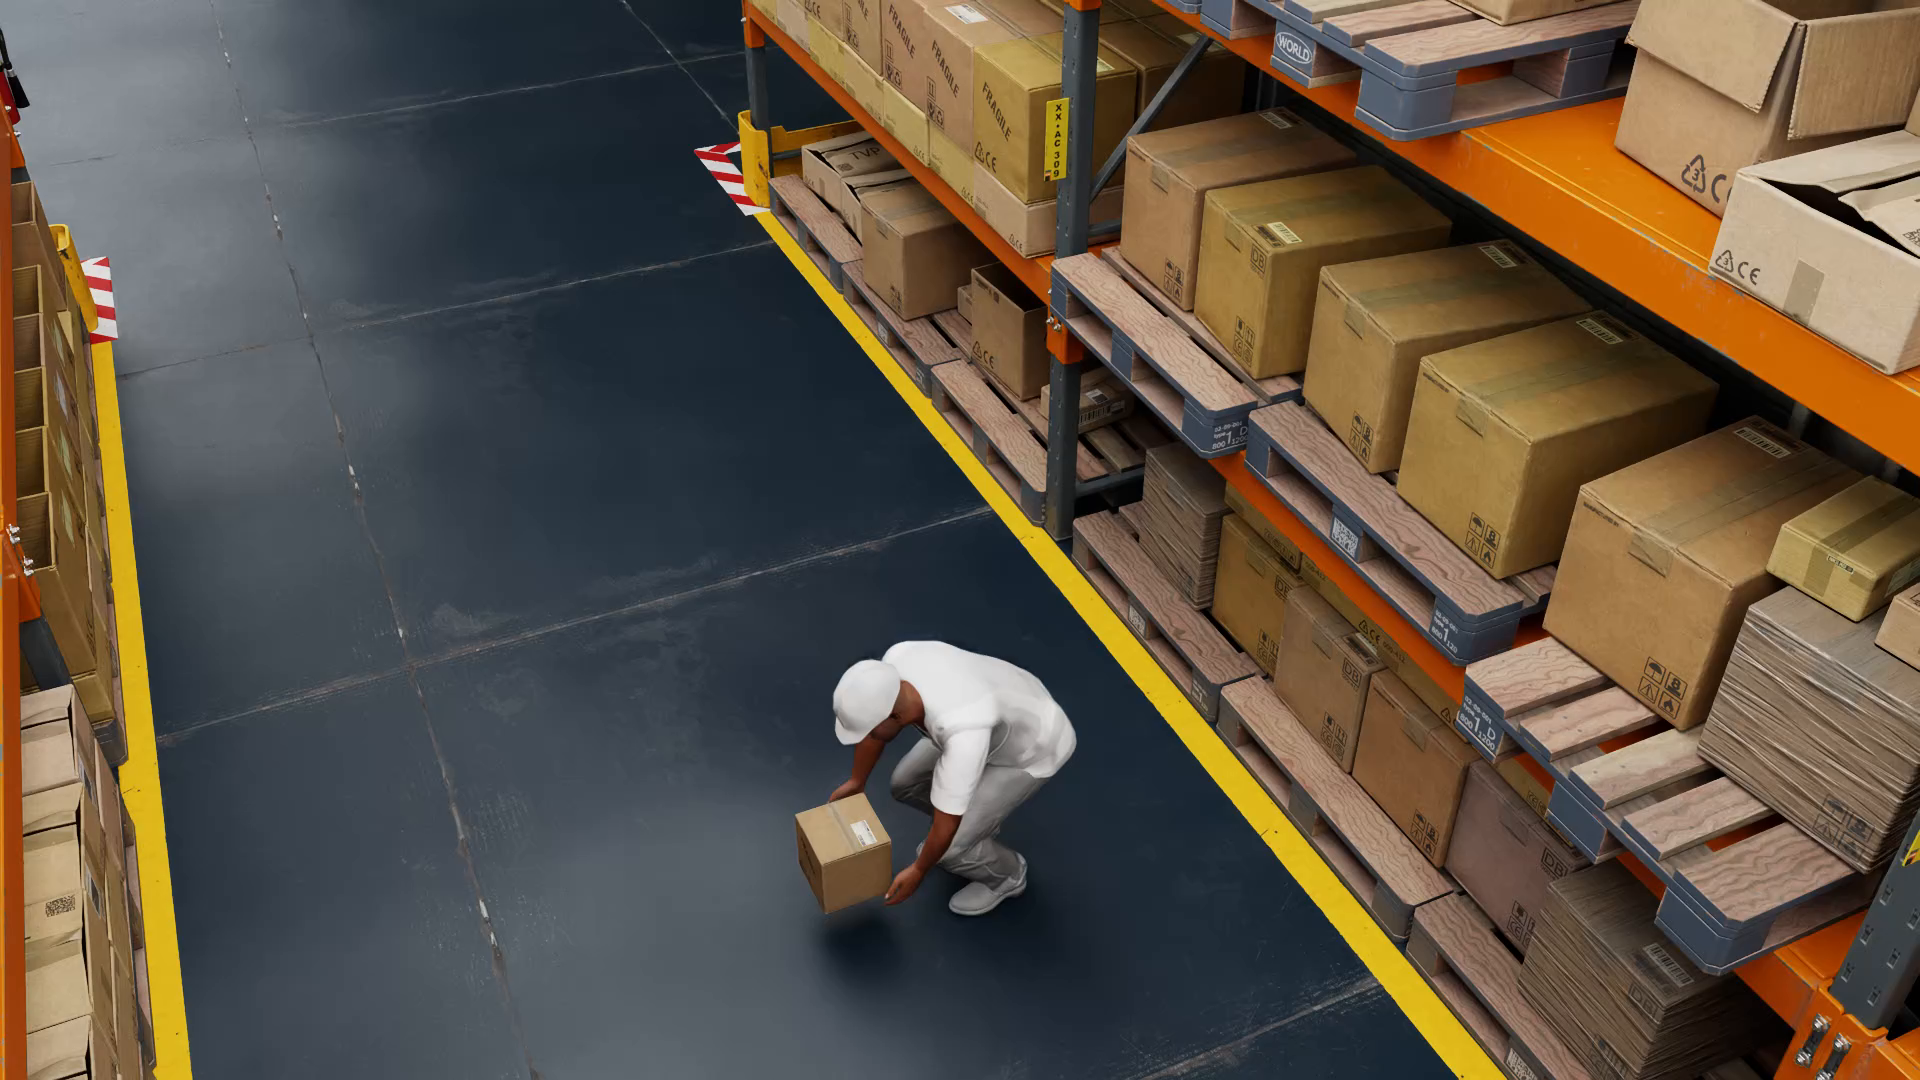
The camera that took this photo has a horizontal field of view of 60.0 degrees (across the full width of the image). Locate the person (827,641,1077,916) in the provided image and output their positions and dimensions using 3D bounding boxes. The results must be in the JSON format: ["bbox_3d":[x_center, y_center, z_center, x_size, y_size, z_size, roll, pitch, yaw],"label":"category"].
[{"bbox_3d":[-0.021,0.779,5.587,0.831,1.181,0.616,-16,40,-20],"label":"person"}]
